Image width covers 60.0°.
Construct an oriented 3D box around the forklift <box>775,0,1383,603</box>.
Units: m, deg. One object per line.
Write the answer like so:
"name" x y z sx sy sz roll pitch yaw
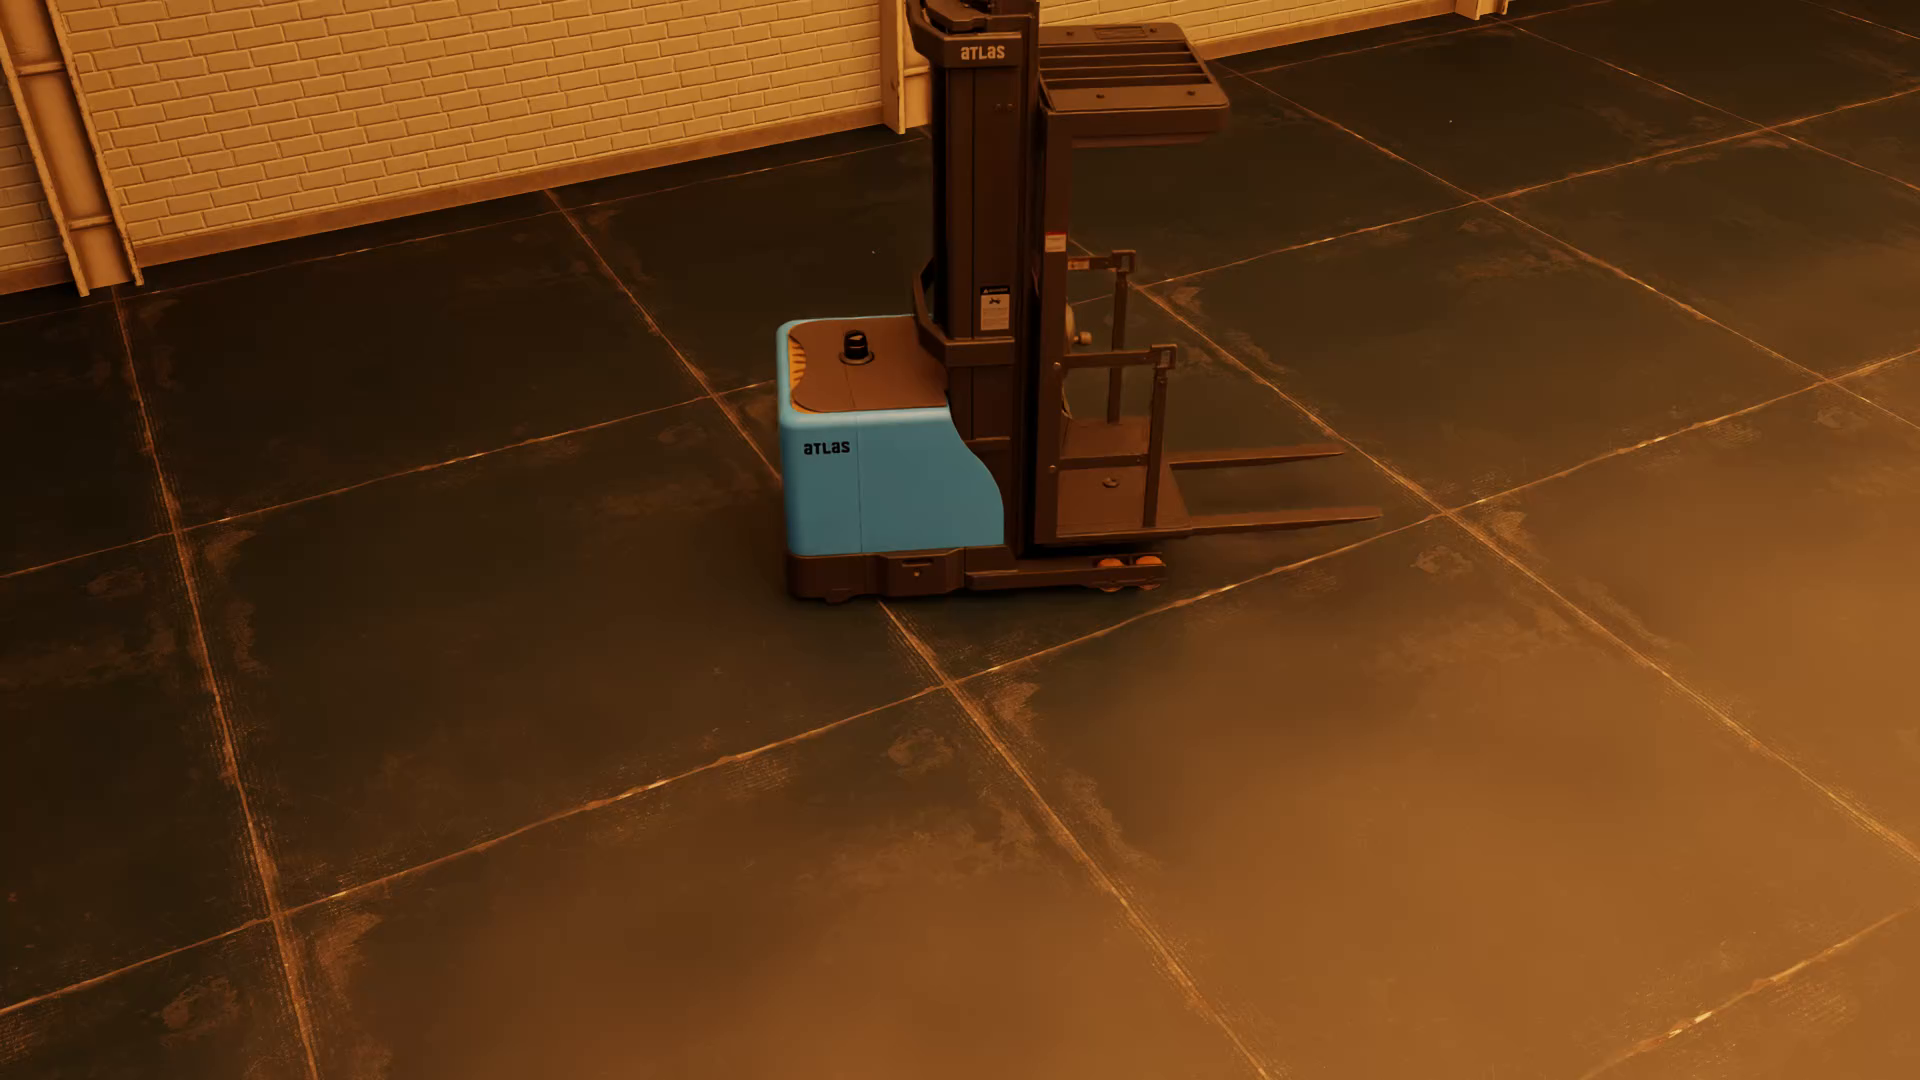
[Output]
"forklift" 0.610 -1.241 7.879 3.031 2.935 1.130 -3 35 -5
